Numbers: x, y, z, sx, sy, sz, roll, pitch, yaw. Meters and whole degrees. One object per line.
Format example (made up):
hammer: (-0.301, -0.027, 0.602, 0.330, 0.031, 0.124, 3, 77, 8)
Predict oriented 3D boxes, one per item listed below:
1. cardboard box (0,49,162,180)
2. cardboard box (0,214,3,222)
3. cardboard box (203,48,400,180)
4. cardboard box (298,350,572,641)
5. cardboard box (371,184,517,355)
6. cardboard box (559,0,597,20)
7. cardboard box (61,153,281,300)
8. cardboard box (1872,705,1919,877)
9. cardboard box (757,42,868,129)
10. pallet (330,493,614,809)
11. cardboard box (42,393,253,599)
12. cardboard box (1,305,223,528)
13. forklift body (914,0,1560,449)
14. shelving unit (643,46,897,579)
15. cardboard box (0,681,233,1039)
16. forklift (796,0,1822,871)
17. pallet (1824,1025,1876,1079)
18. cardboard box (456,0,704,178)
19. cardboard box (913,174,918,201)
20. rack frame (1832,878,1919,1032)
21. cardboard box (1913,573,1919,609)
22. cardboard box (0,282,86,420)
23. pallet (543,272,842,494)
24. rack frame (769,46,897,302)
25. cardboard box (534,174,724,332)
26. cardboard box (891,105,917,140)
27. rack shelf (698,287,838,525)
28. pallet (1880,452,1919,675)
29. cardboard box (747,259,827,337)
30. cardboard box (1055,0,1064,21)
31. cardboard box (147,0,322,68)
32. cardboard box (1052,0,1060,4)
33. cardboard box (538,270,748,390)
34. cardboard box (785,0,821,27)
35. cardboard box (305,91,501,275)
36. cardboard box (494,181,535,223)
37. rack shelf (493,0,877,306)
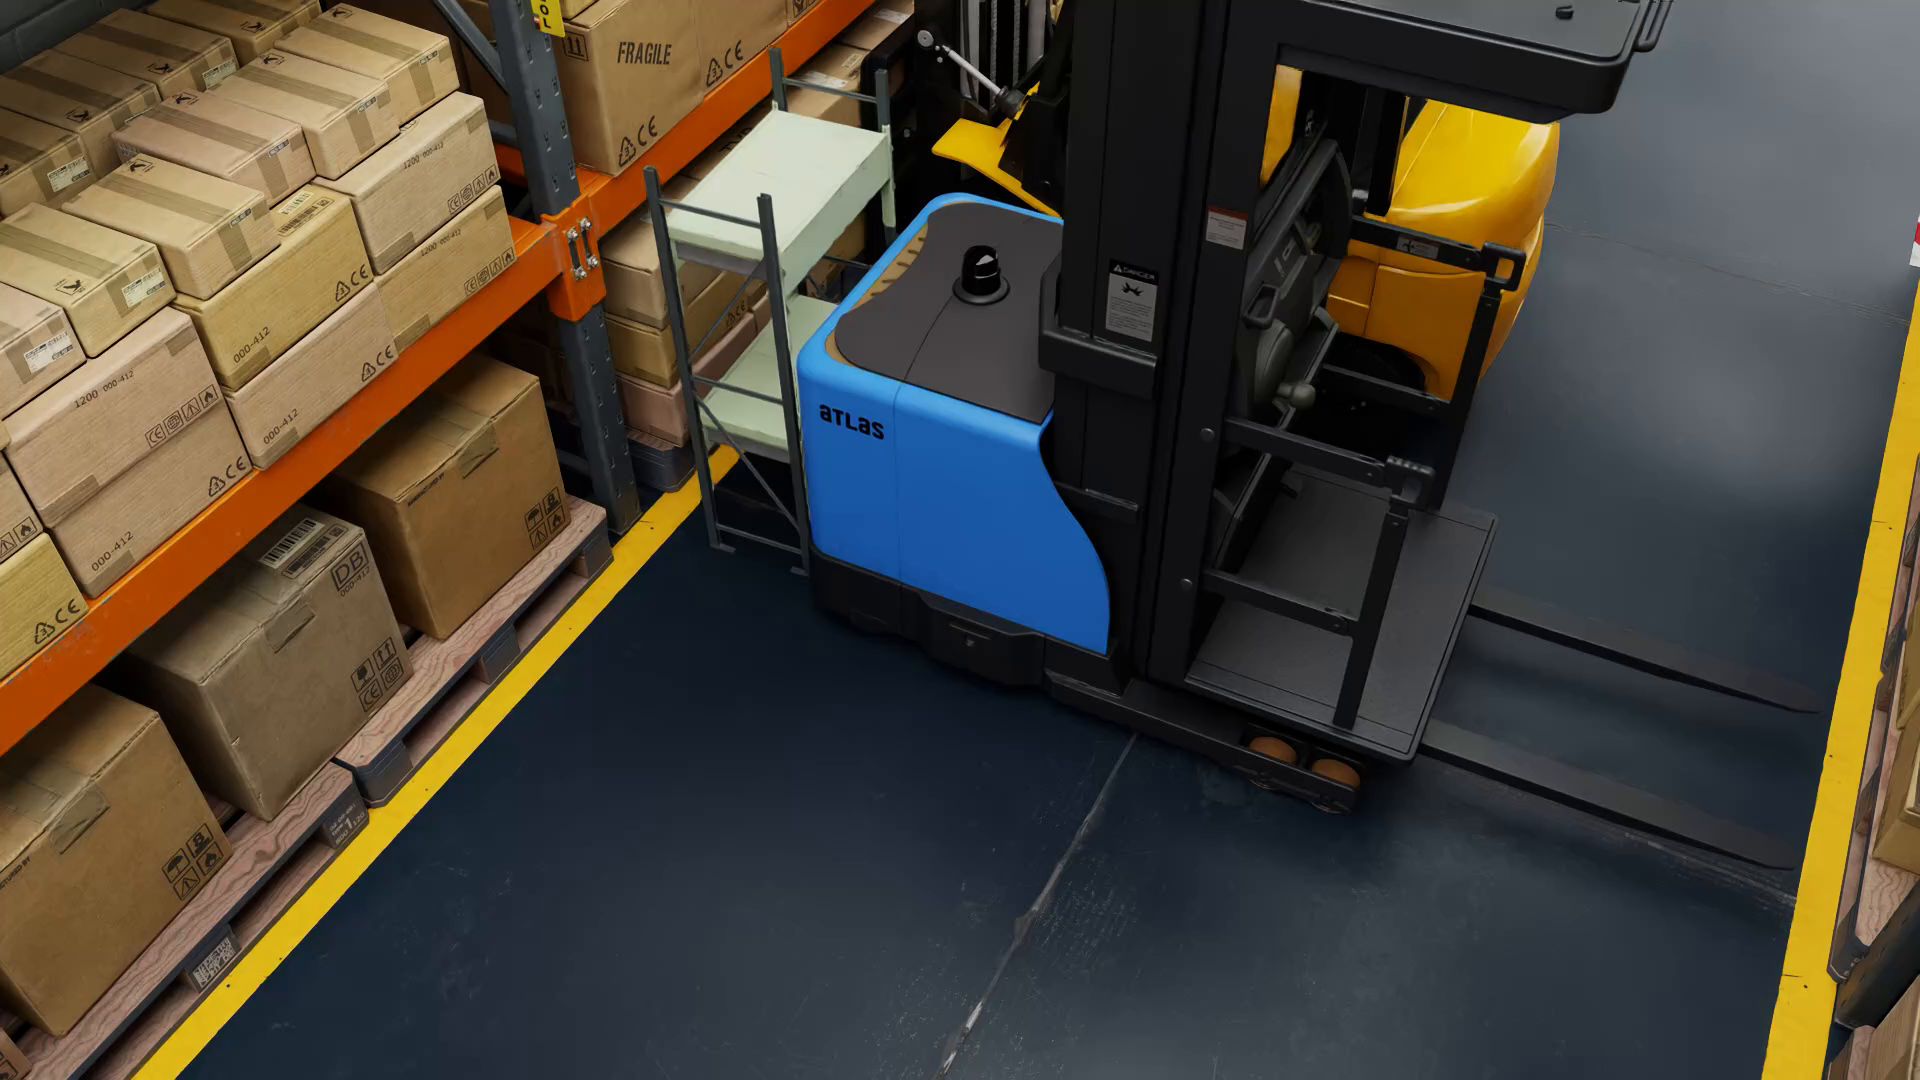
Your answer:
cardboard box: (-2.224, -1.069, 4.172, 0.380, 0.149, 0.250, 20, 49, 19)
cardboard box: (-2.463, -0.753, 3.859, 0.380, 0.149, 0.250, 20, 49, 19)
cardboard box: (-1.649, -1.072, 4.174, 0.380, 0.149, 0.250, 20, 49, 18)
cardboard box: (-1.816, -0.246, 5.259, 0.875, 0.625, 0.625, 23, 50, 21)
cardboard box: (-1.586, -0.809, 4.546, 0.500, 0.250, 0.500, 22, 49, 20)
cardboard box: (-1.203, -1.643, 4.738, 0.380, 0.149, 0.250, 20, 49, 18)
cardboard box: (-1.814, -0.725, 3.832, 0.380, 0.149, 0.250, 19, 48, 18)
cardboard box: (2.851, 0.729, 4.559, 0.500, 0.250, 0.500, 23, 50, 21)
cardboard box: (-0.614, -1.635, 6.192, 0.500, 0.250, 0.500, 22, 49, 20)
pallet: (-1.891, 0.192, 5.412, 1.003, 0.211, 1.213, 20, 49, 19)
cardboard box: (-2.072, -0.188, 3.932, 0.500, 0.250, 0.500, 21, 49, 19)
cardboard box: (-2.060, -0.348, 3.739, 0.500, 0.250, 0.500, 21, 49, 20)
forklift body: (1.009, -1.690, 5.908, 2.313, 2.155, 1.214, 20, 49, 19)
shelving unit: (-0.538, -0.699, 5.379, 0.431, 1.500, 0.755, 17, 48, 18)
cardboard box: (-2.530, 0.714, 4.309, 0.875, 0.625, 0.625, 19, 48, 17)
forklift: (1.067, -0.654, 4.336, 3.031, 2.935, 1.130, 19, 48, 18)
pallet: (2.455, 1.842, 3.781, 1.003, 0.211, 1.213, 20, 49, 19)
cardboard box: (-1.146, -1.494, 5.047, 0.500, 0.500, 0.500, 19, 48, 18)
cardboard box: (-0.366, -1.609, 6.870, 0.500, 0.250, 0.500, 22, 49, 20)
rack frame: (2.815, 0.371, 3.275, 1.000, 3.000, 0.127, 20, 49, 19)
cardboard box: (3.330, 0.071, 5.209, 0.500, 0.250, 0.500, 21, 49, 20)
cardboard box: (-2.112, -0.426, 3.535, 0.380, 0.149, 0.250, 21, 49, 19)
pallet: (-1.177, -0.773, 6.365, 1.003, 0.211, 1.213, 20, 49, 19)
rack frame: (-0.389, -0.936, 5.613, 0.400, 1.500, 0.023, 17, 48, 18)
cardboard box: (-1.081, -0.999, 5.564, 0.500, 0.250, 0.500, 20, 49, 18)
cardboard box: (-0.375, -1.774, 6.681, 0.500, 0.250, 0.500, 20, 49, 19)
rack shelf: (-0.531, -0.468, 5.608, 0.431, 0.370, 0.720, 17, 48, 18)
pallet: (3.660, 0.145, 5.458, 1.003, 0.211, 1.213, 20, 49, 19)
cardboard box: (-0.844, -0.967, 6.235, 0.500, 0.250, 0.500, 19, 48, 18)
cardboard box: (0.335, -2.566, 7.815, 0.500, 0.250, 0.500, 21, 49, 19)
cardboard box: (-1.937, -1.378, 4.477, 0.380, 0.149, 0.250, 19, 48, 18)
cardboard box: (0.324, -2.732, 7.628, 0.500, 0.250, 0.500, 20, 49, 19)
cardboard box: (-1.086, -0.825, 5.743, 0.500, 0.250, 0.500, 20, 49, 19)
cardboard box: (-0.685, -2.147, 5.693, 0.500, 0.500, 0.500, 20, 49, 19)
cardboard box: (-1.585, -0.995, 4.378, 0.500, 0.250, 0.500, 19, 48, 18)
cardboard box: (-1.526, -1.172, 5.734, 0.500, 0.250, 0.500, 21, 49, 20)
rack shelf: (-0.655, -2.273, 6.393, 1.077, 0.370, 4.000, 20, 49, 19)
